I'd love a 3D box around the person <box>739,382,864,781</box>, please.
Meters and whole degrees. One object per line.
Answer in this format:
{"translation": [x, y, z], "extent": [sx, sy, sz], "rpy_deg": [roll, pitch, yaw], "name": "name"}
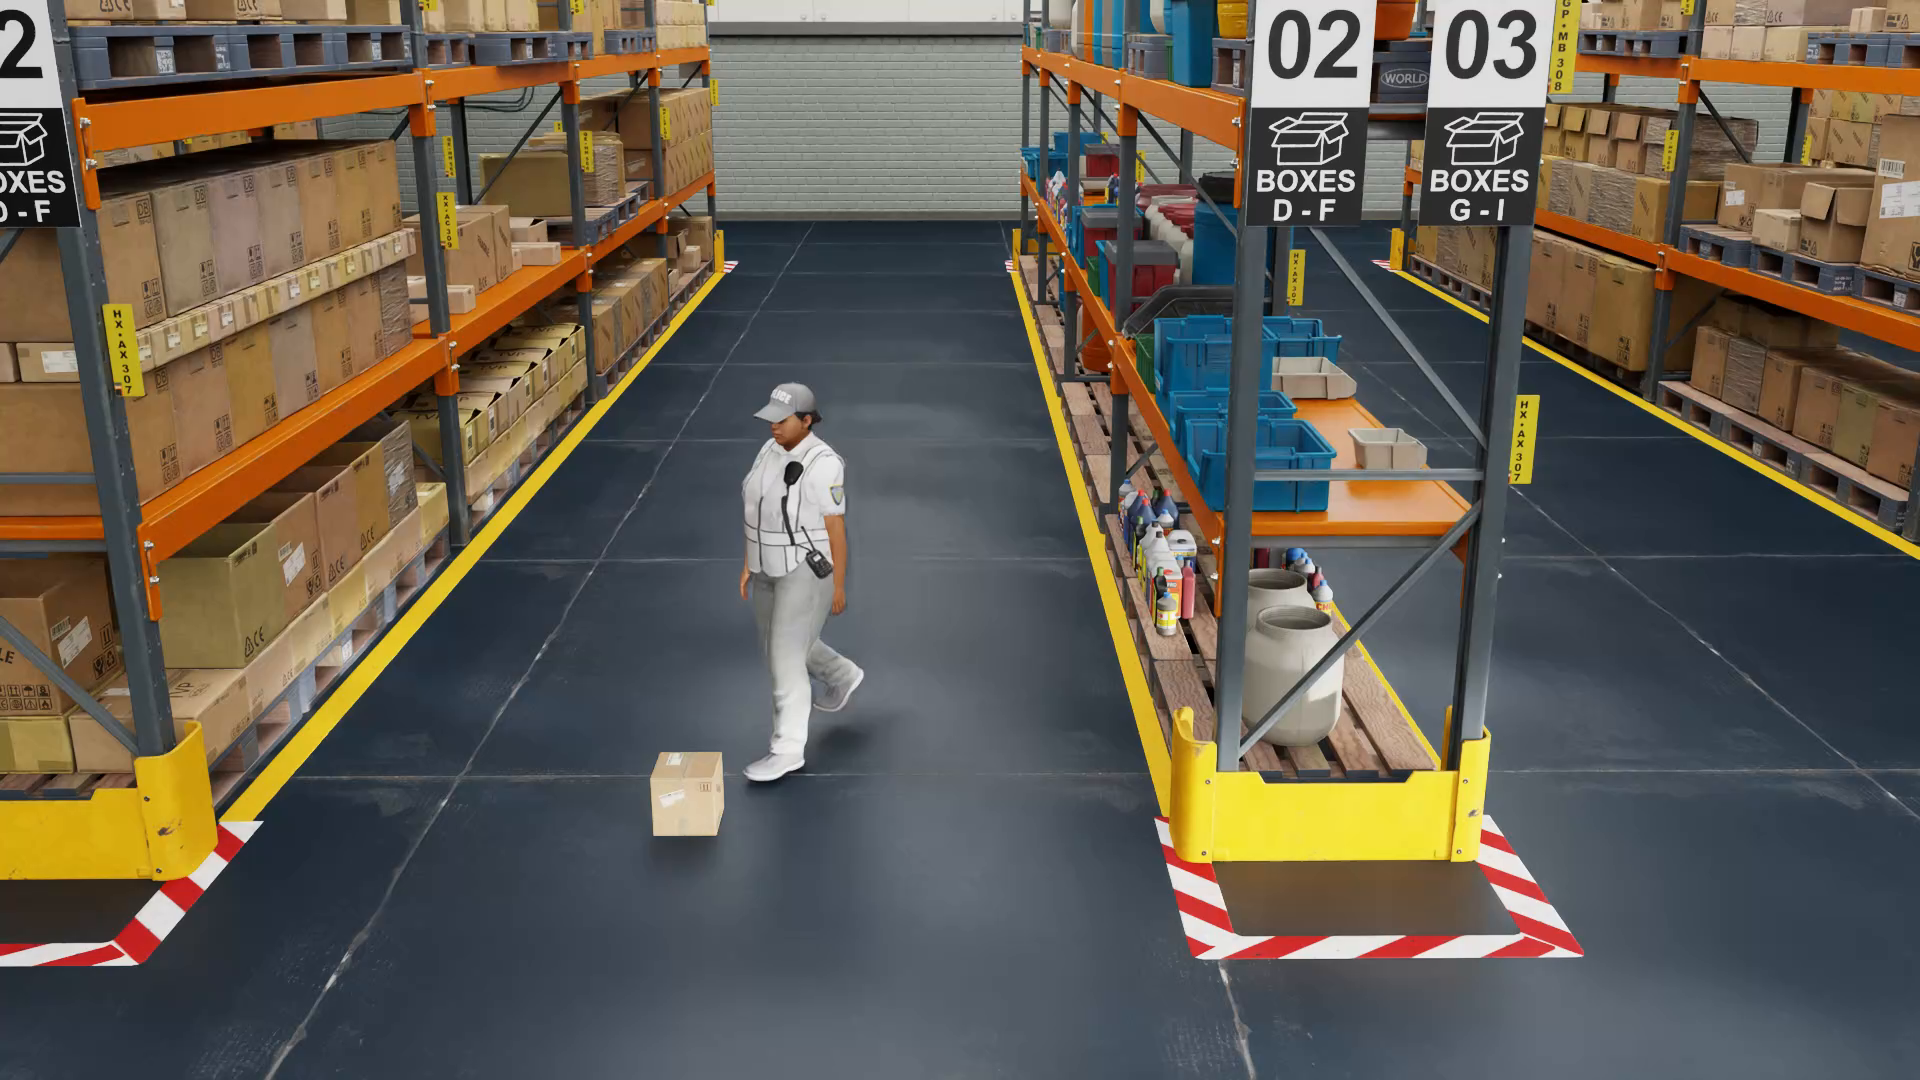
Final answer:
{"translation": [-0.691, 0.123, 7.132], "extent": [0.845, 1.632, 0.490], "rpy_deg": [-15, 23, -41], "name": "person"}
